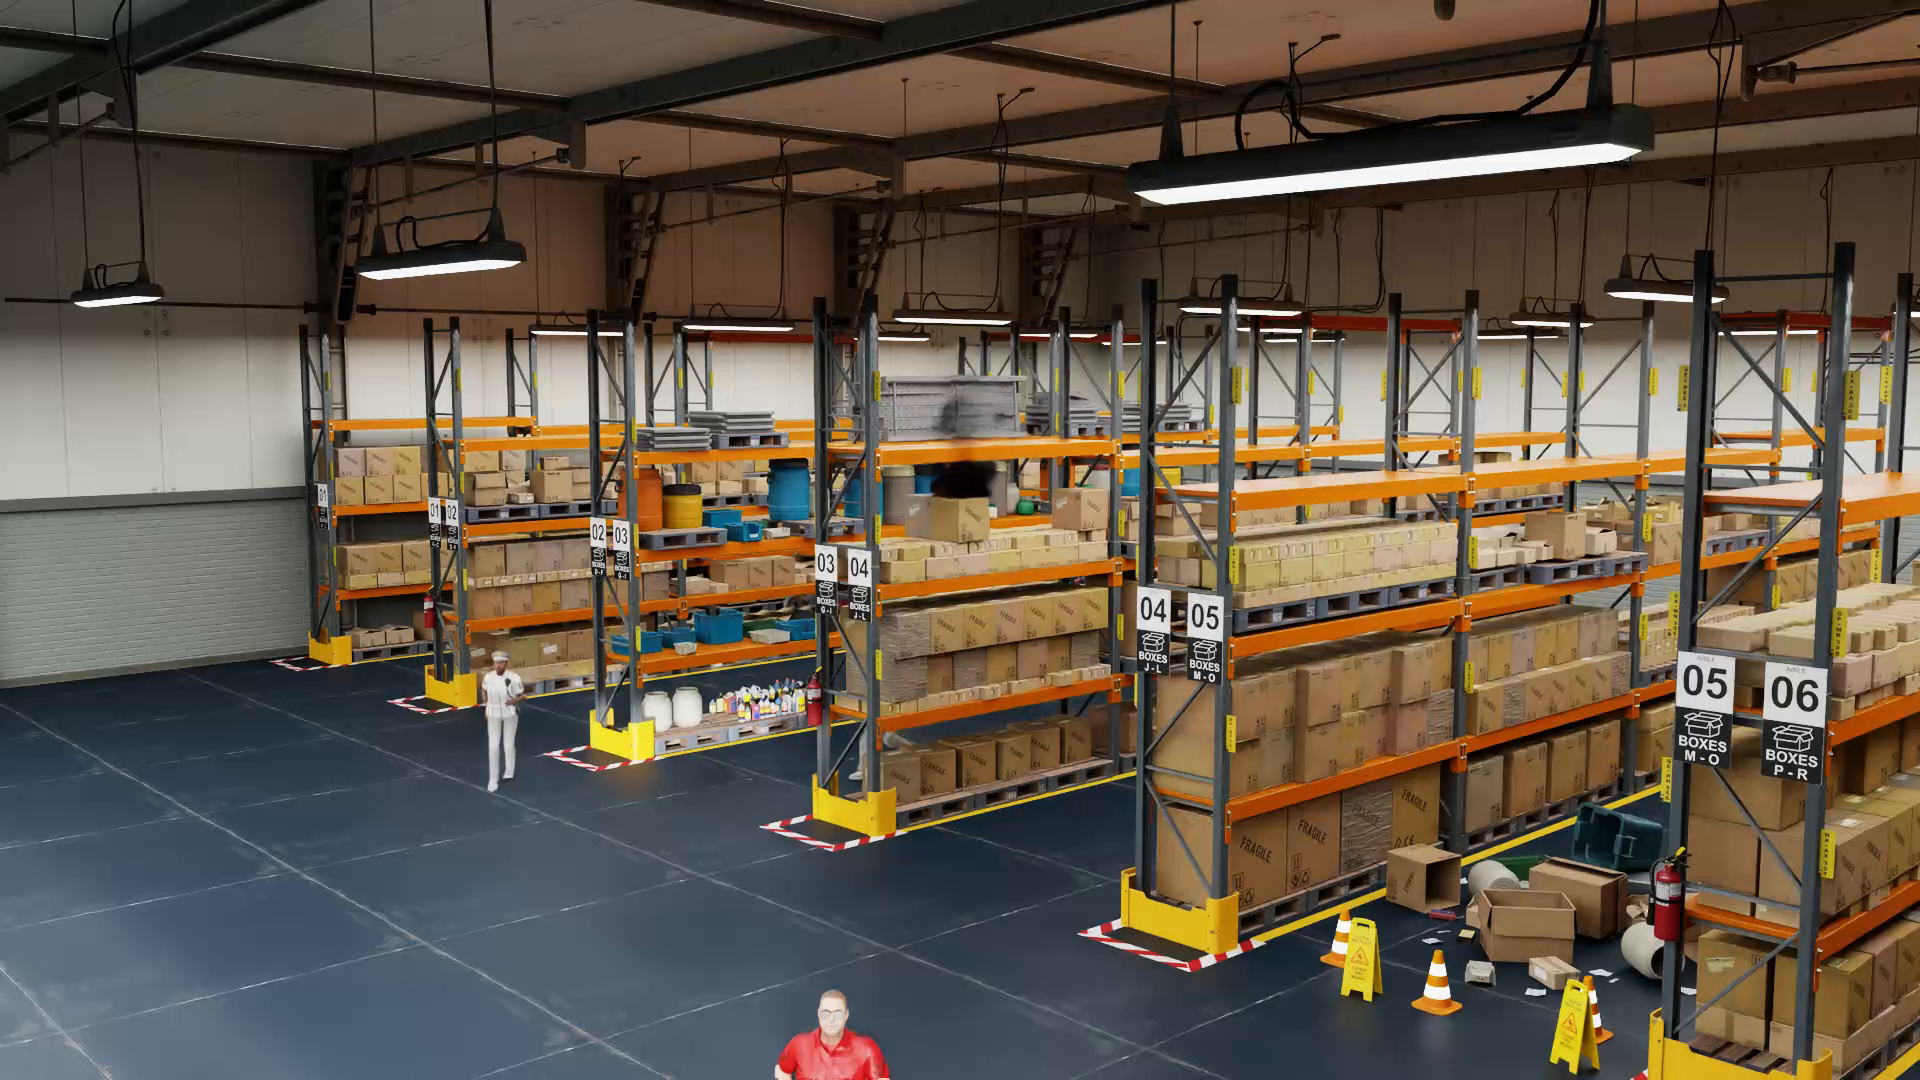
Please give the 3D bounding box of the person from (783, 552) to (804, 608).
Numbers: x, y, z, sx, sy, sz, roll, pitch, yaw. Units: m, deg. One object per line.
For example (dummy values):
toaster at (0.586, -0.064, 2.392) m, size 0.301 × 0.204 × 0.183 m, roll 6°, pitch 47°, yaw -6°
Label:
person at (-3.233, 1.057, 32.776) m, size 0.506 × 1.645 × 0.721 m, roll 4°, pitch 7°, yaw 38°

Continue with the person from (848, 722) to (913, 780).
person at (-0.998, 2.138, 21.146) m, size 1.034 × 1.754 × 0.714 m, roll -5°, pitch 8°, yaw -43°

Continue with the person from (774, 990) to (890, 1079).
person at (-0.716, 3.370, 9.345) m, size 0.674 × 1.696 × 0.901 m, roll 0°, pitch 6°, yaw -1°

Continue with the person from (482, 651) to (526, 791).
person at (-5.705, 2.242, 20.797) m, size 0.557 × 1.756 × 0.752 m, roll -1°, pitch 6°, yaw -8°
